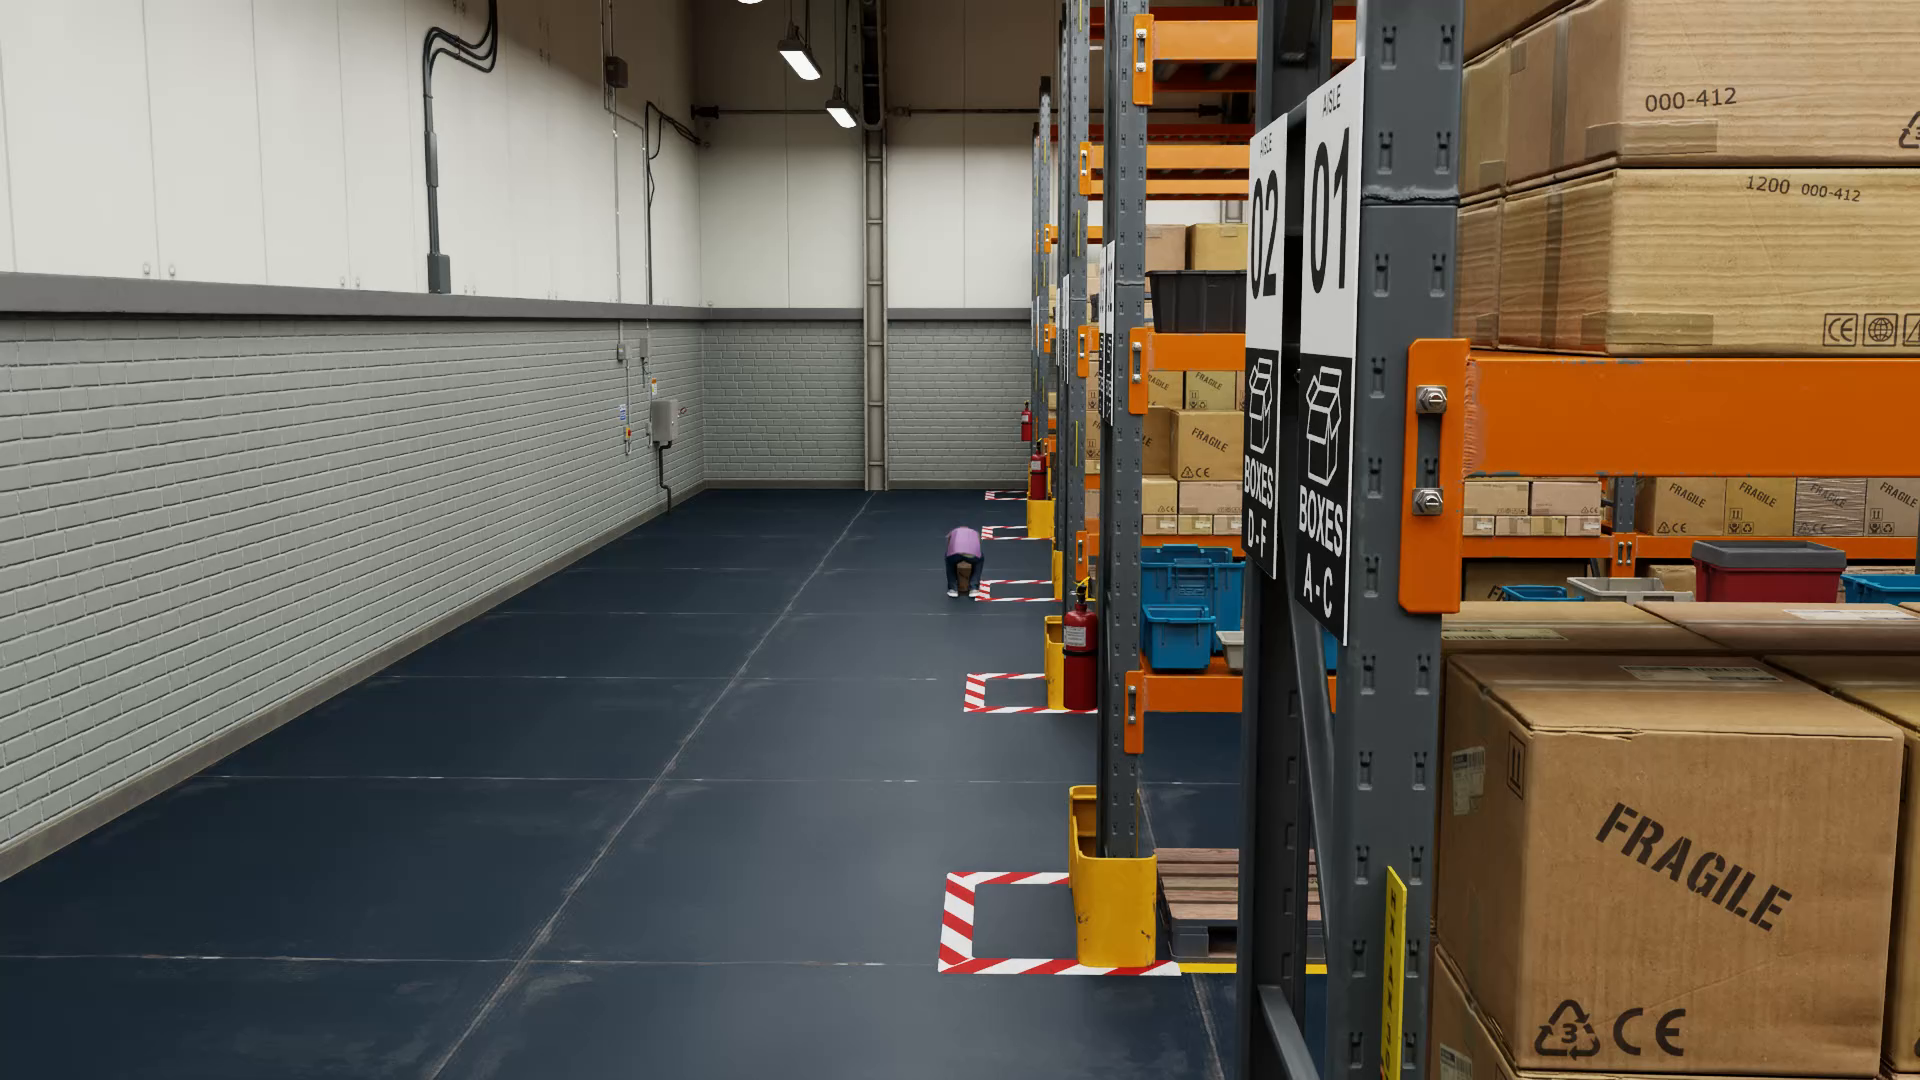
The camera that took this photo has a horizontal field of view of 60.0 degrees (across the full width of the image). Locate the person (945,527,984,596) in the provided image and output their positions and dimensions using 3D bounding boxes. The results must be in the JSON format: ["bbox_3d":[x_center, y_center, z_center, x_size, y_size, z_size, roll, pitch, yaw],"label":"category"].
[{"bbox_3d":[0.046,0.242,17.564,0.419,0.712,0.868,0,7,3],"label":"person"}]
